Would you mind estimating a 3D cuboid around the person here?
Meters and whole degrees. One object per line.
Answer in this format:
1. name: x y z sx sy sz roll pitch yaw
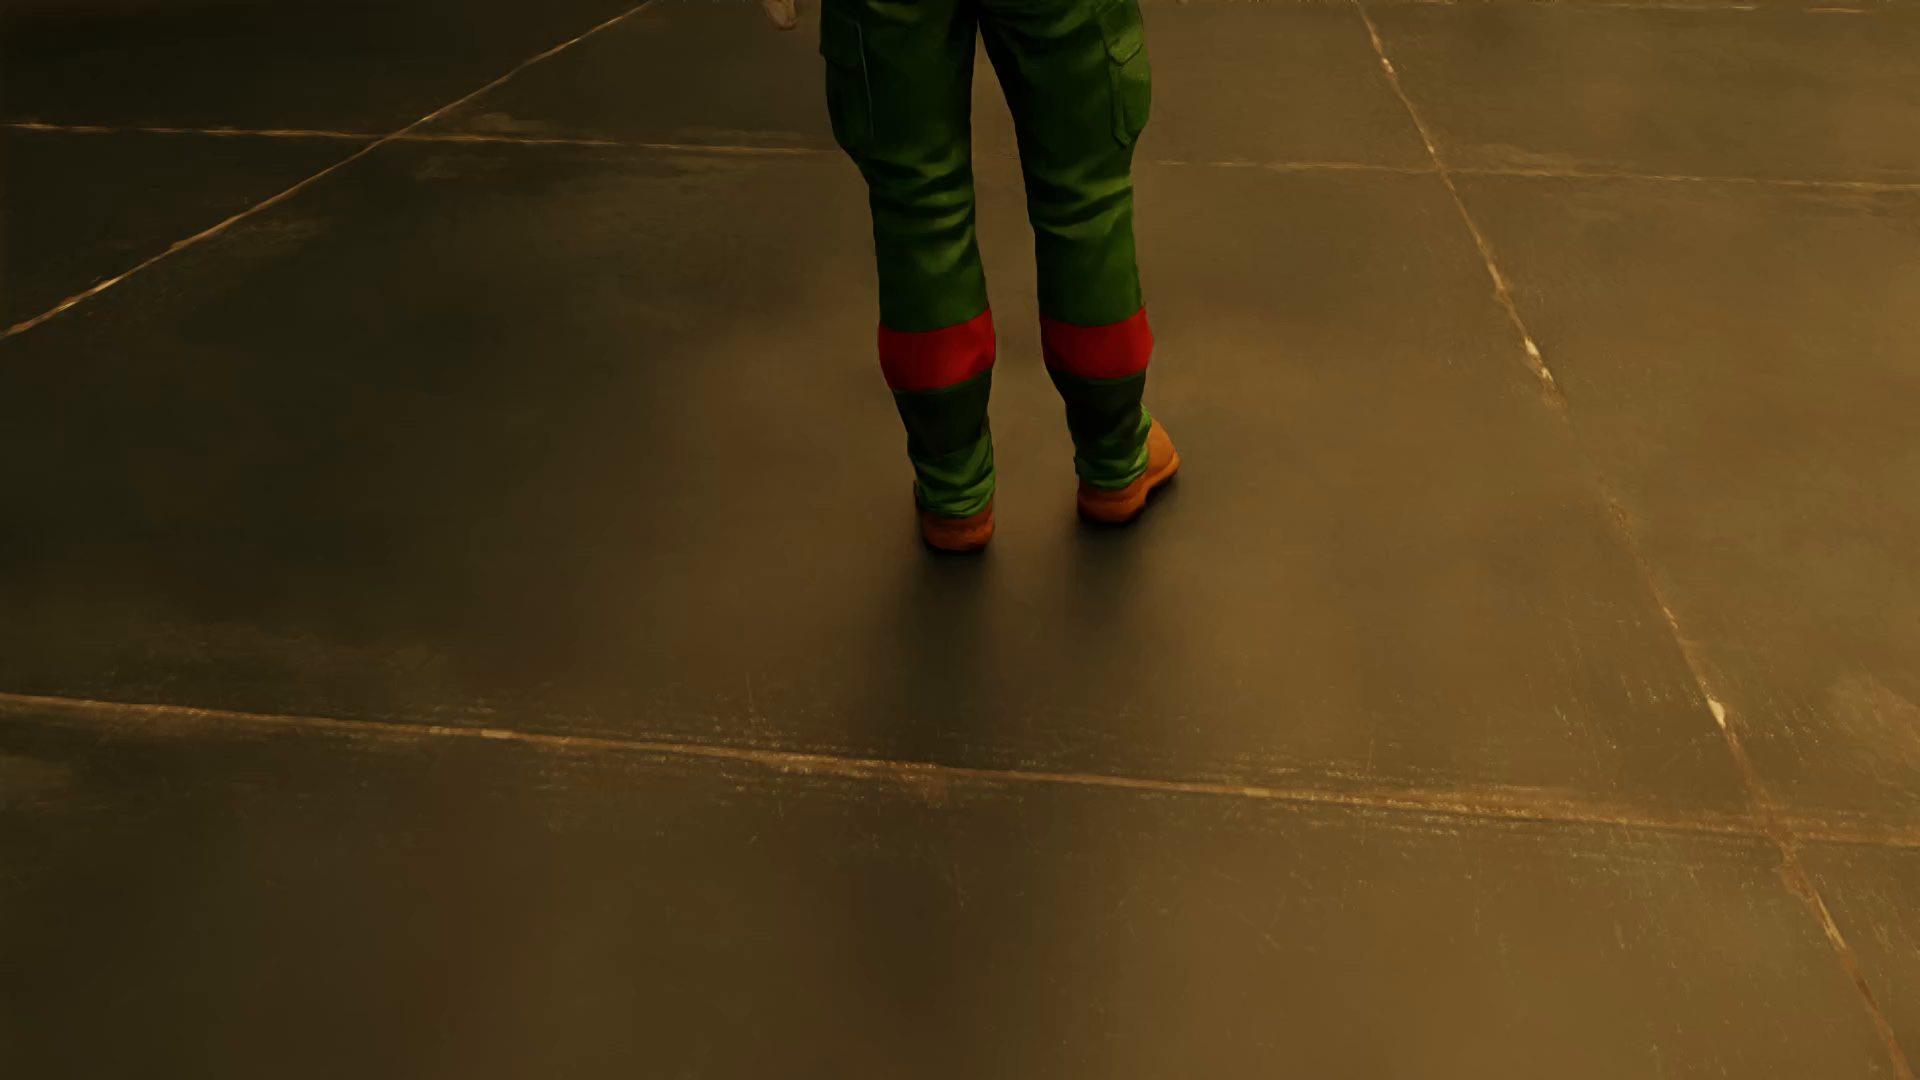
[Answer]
1. person: 0.022 -0.842 2.168 0.637 1.787 0.563 3 27 7
